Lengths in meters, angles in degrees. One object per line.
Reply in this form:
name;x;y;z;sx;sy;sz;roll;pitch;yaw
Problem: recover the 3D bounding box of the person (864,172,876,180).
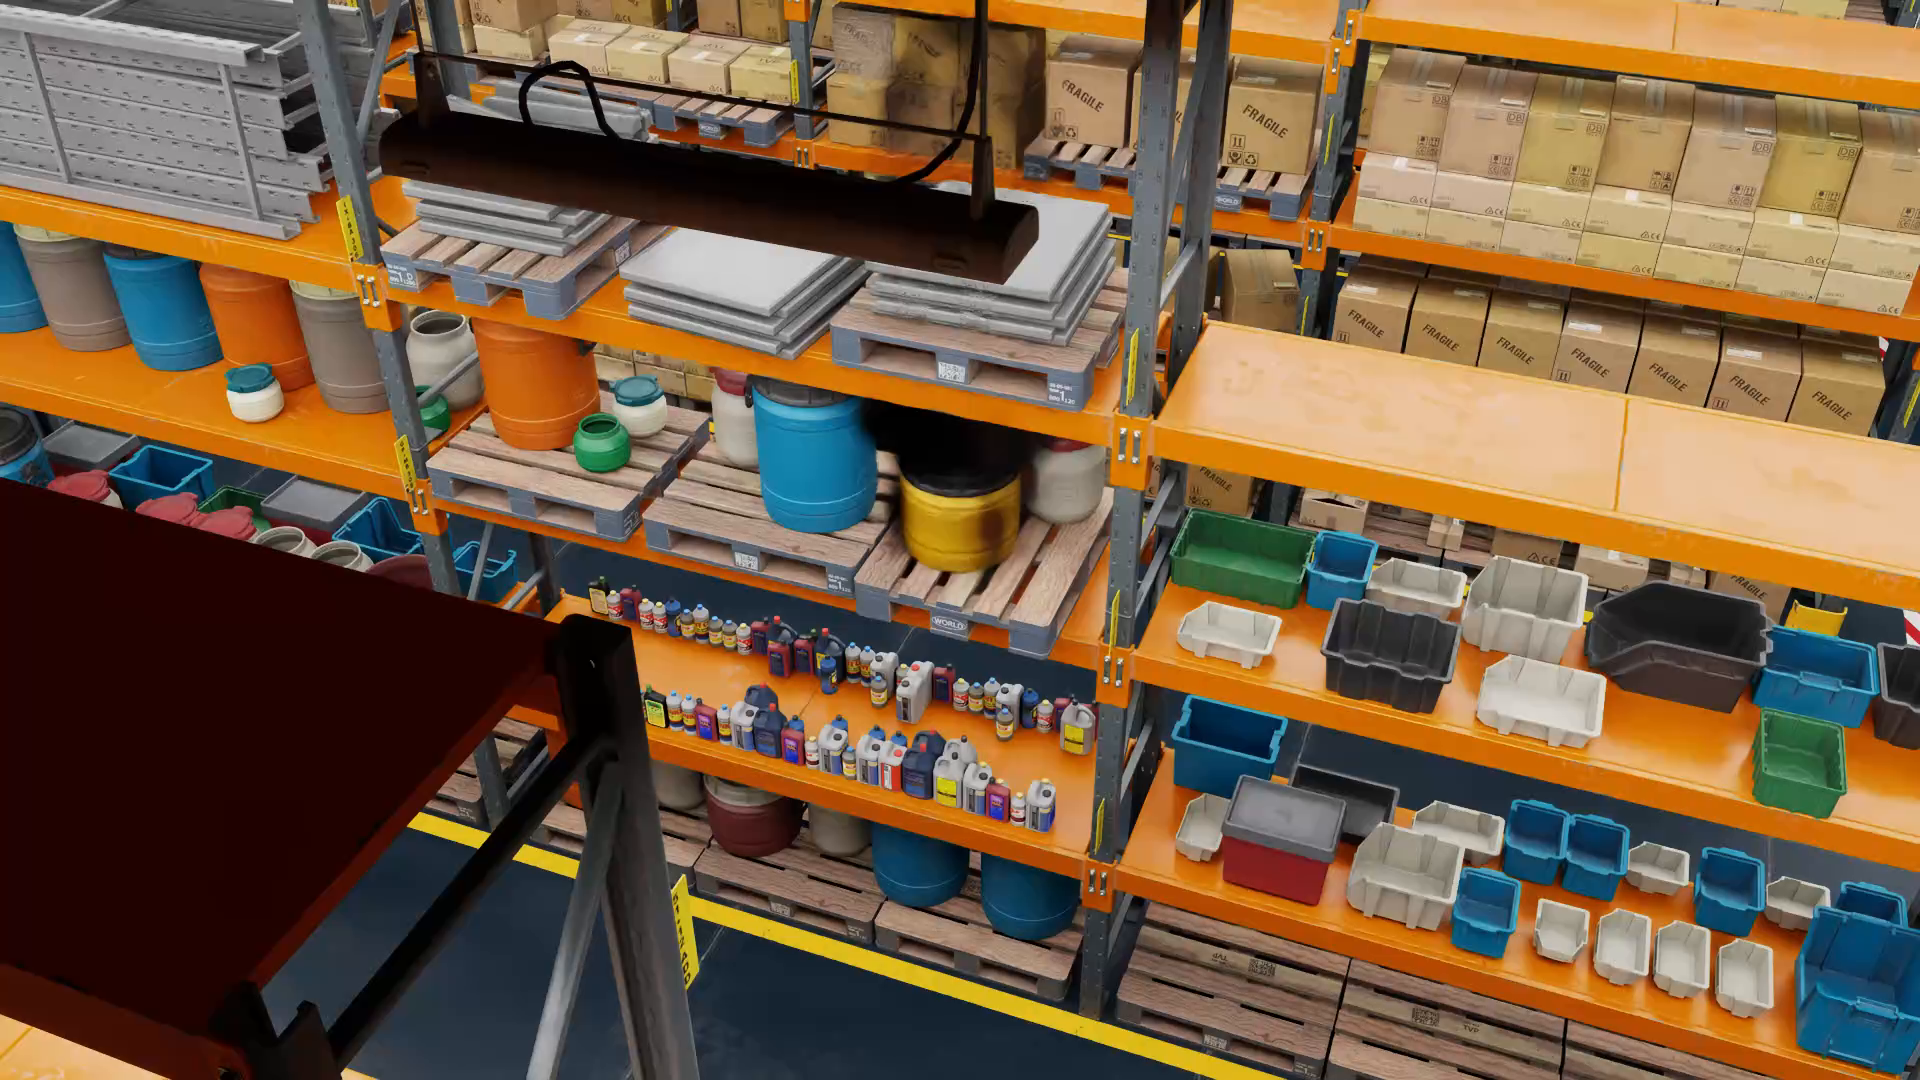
person;-0.878;-3.029;16.080;0.874;1.705;0.554;6;37;8
